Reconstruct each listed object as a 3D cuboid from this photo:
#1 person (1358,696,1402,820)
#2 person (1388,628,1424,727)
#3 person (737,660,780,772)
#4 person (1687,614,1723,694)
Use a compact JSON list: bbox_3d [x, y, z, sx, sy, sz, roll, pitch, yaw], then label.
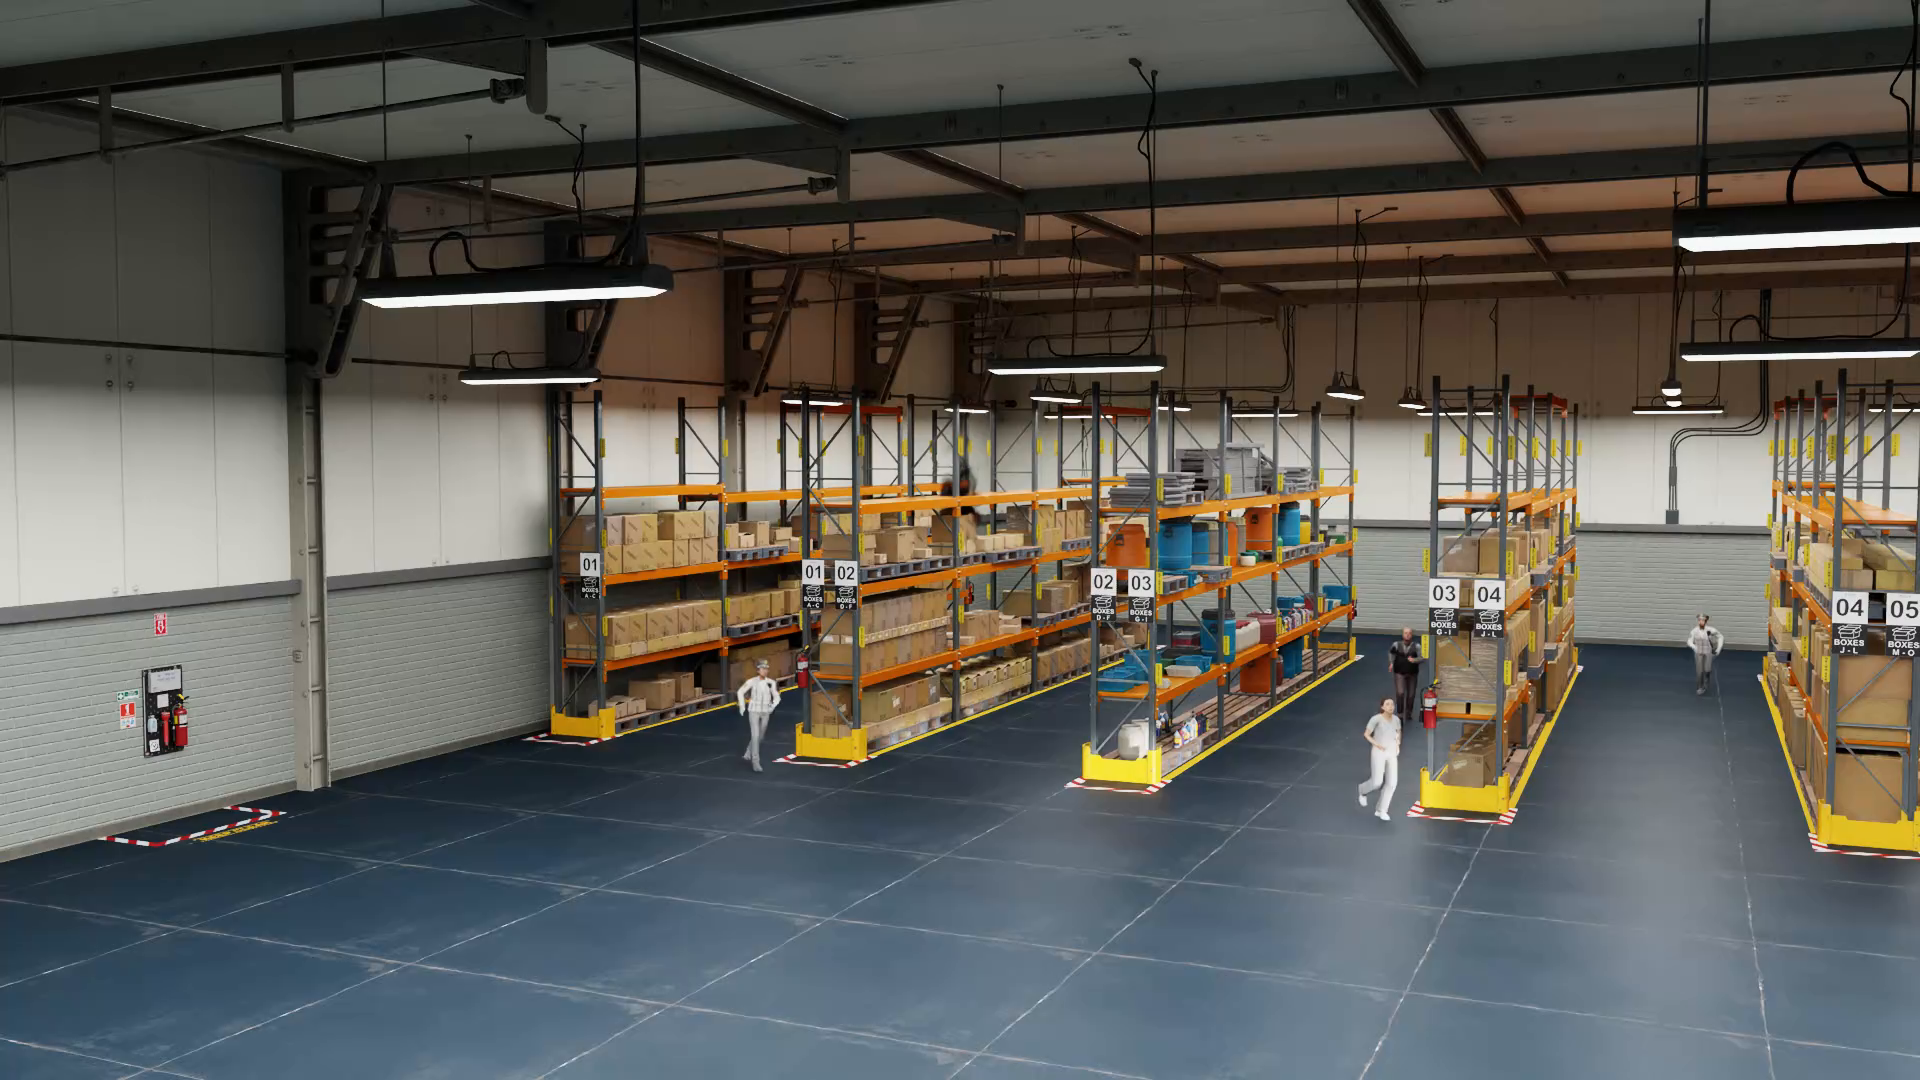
[{"bbox_3d":[5.768,2.939,22.672,0.583,1.645,0.746,-1,3,-12],"label":"person"},{"bbox_3d":[8.077,2.482,30.120,0.625,1.786,0.770,1,3,11],"label":"person"},{"bbox_3d":[-3.134,2.733,26.110,0.649,1.683,0.792,-1,3,-22],"label":"person"},{"bbox_3d":[15.086,2.316,33.706,0.639,1.649,0.671,2,4,33],"label":"person"}]
